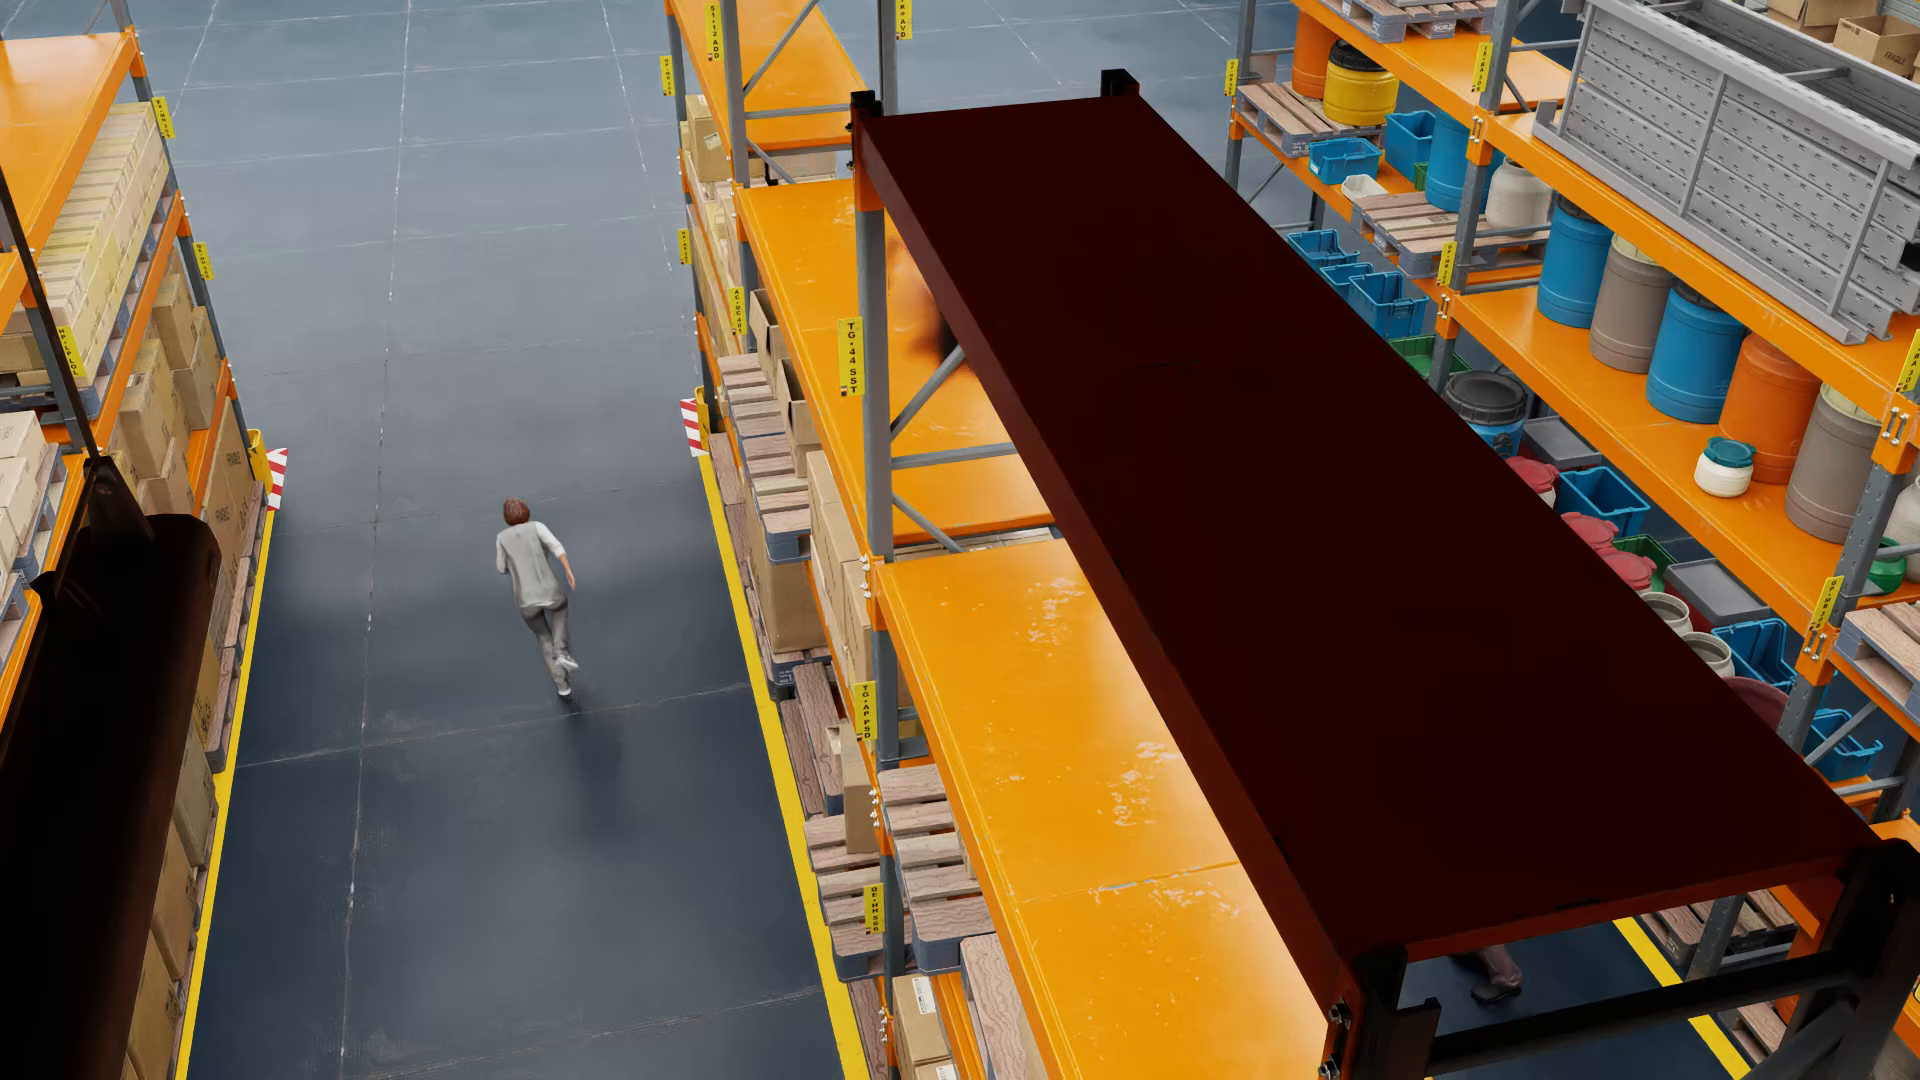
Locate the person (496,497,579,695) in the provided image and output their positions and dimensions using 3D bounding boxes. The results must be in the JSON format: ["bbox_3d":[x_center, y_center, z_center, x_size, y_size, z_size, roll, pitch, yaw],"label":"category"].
[{"bbox_3d":[-3.116,0.389,12.303,0.552,1.359,0.918,-9,35,-13],"label":"person"}]

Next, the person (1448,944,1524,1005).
[{"bbox_3d":[3.184,1.929,9.835,0.750,1.663,0.636,28,43,35],"label":"person"}]
